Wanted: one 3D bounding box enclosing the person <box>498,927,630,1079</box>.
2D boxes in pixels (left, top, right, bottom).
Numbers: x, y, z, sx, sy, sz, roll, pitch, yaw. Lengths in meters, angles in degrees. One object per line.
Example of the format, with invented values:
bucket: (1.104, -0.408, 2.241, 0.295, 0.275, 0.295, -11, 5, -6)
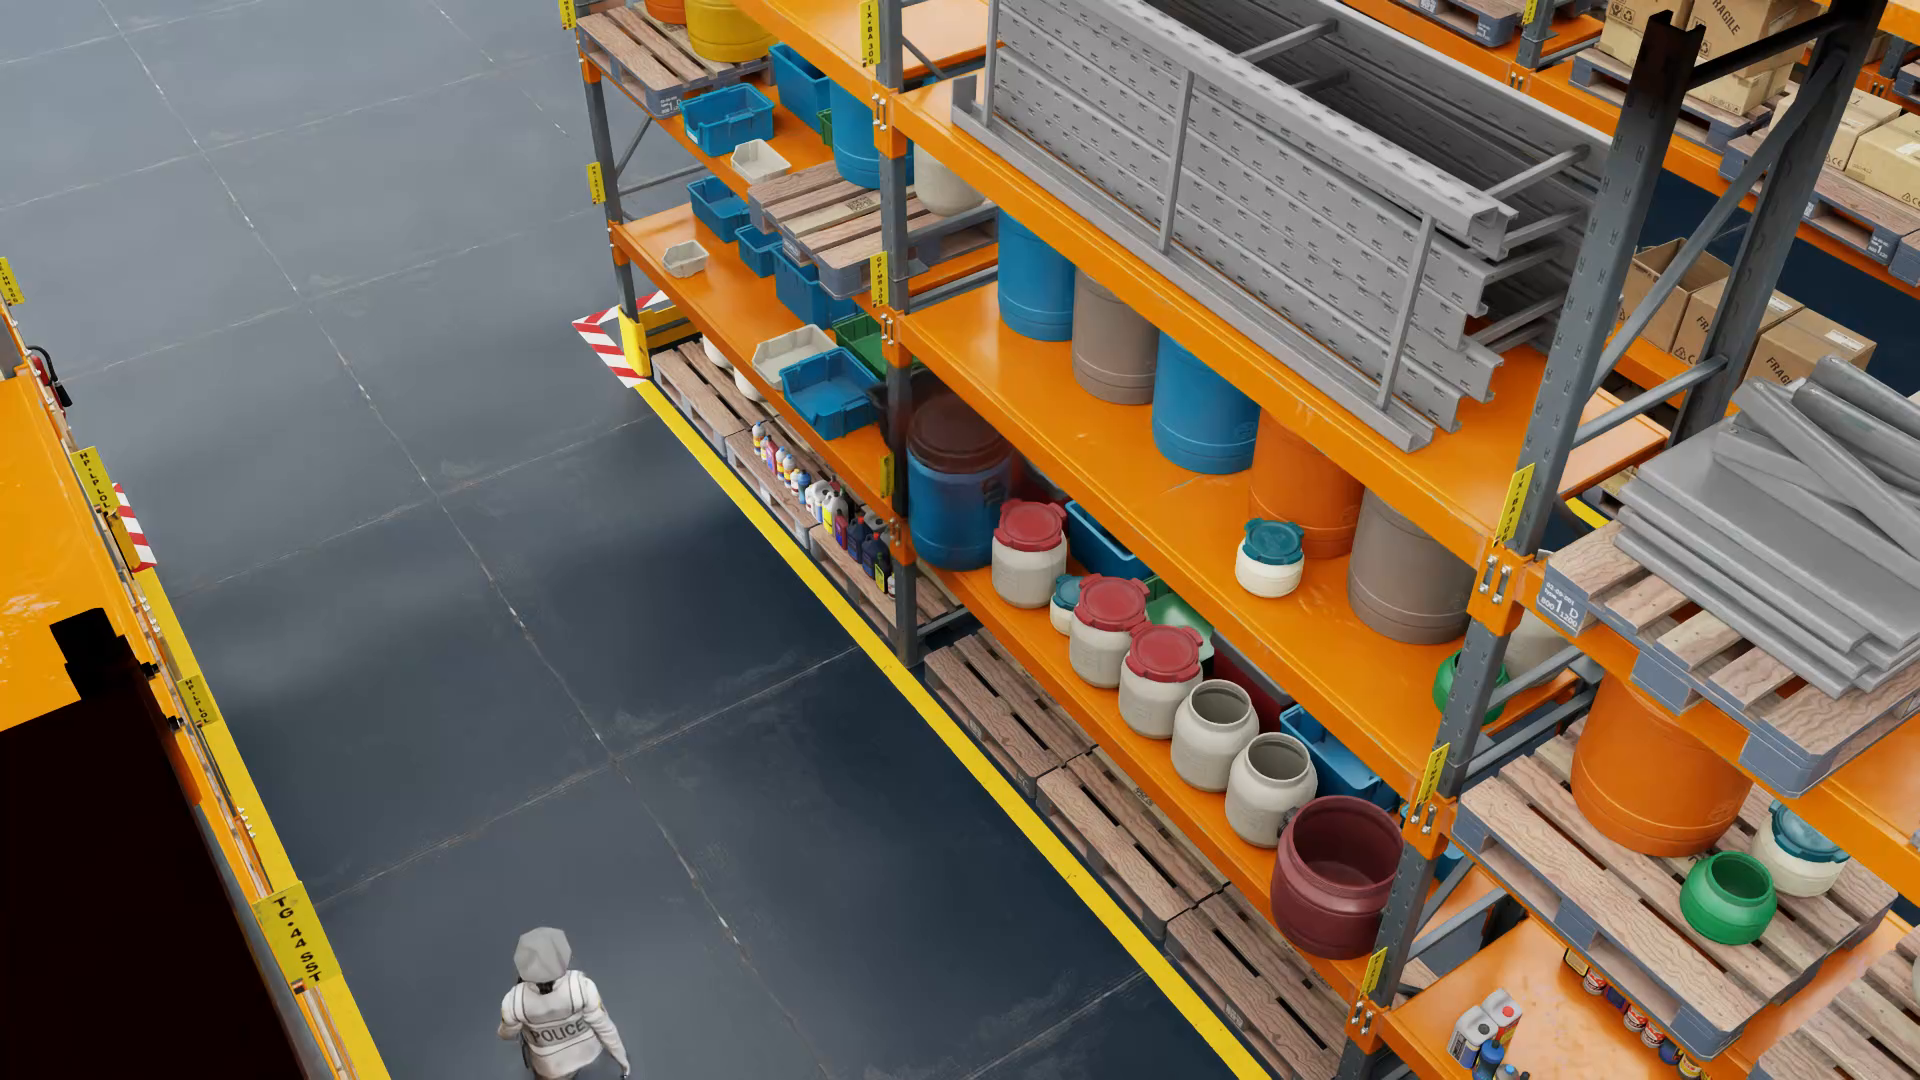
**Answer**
person: (-1.898, 2.303, 7.821, 0.493, 1.408, 1.048, -23, 47, -23)
